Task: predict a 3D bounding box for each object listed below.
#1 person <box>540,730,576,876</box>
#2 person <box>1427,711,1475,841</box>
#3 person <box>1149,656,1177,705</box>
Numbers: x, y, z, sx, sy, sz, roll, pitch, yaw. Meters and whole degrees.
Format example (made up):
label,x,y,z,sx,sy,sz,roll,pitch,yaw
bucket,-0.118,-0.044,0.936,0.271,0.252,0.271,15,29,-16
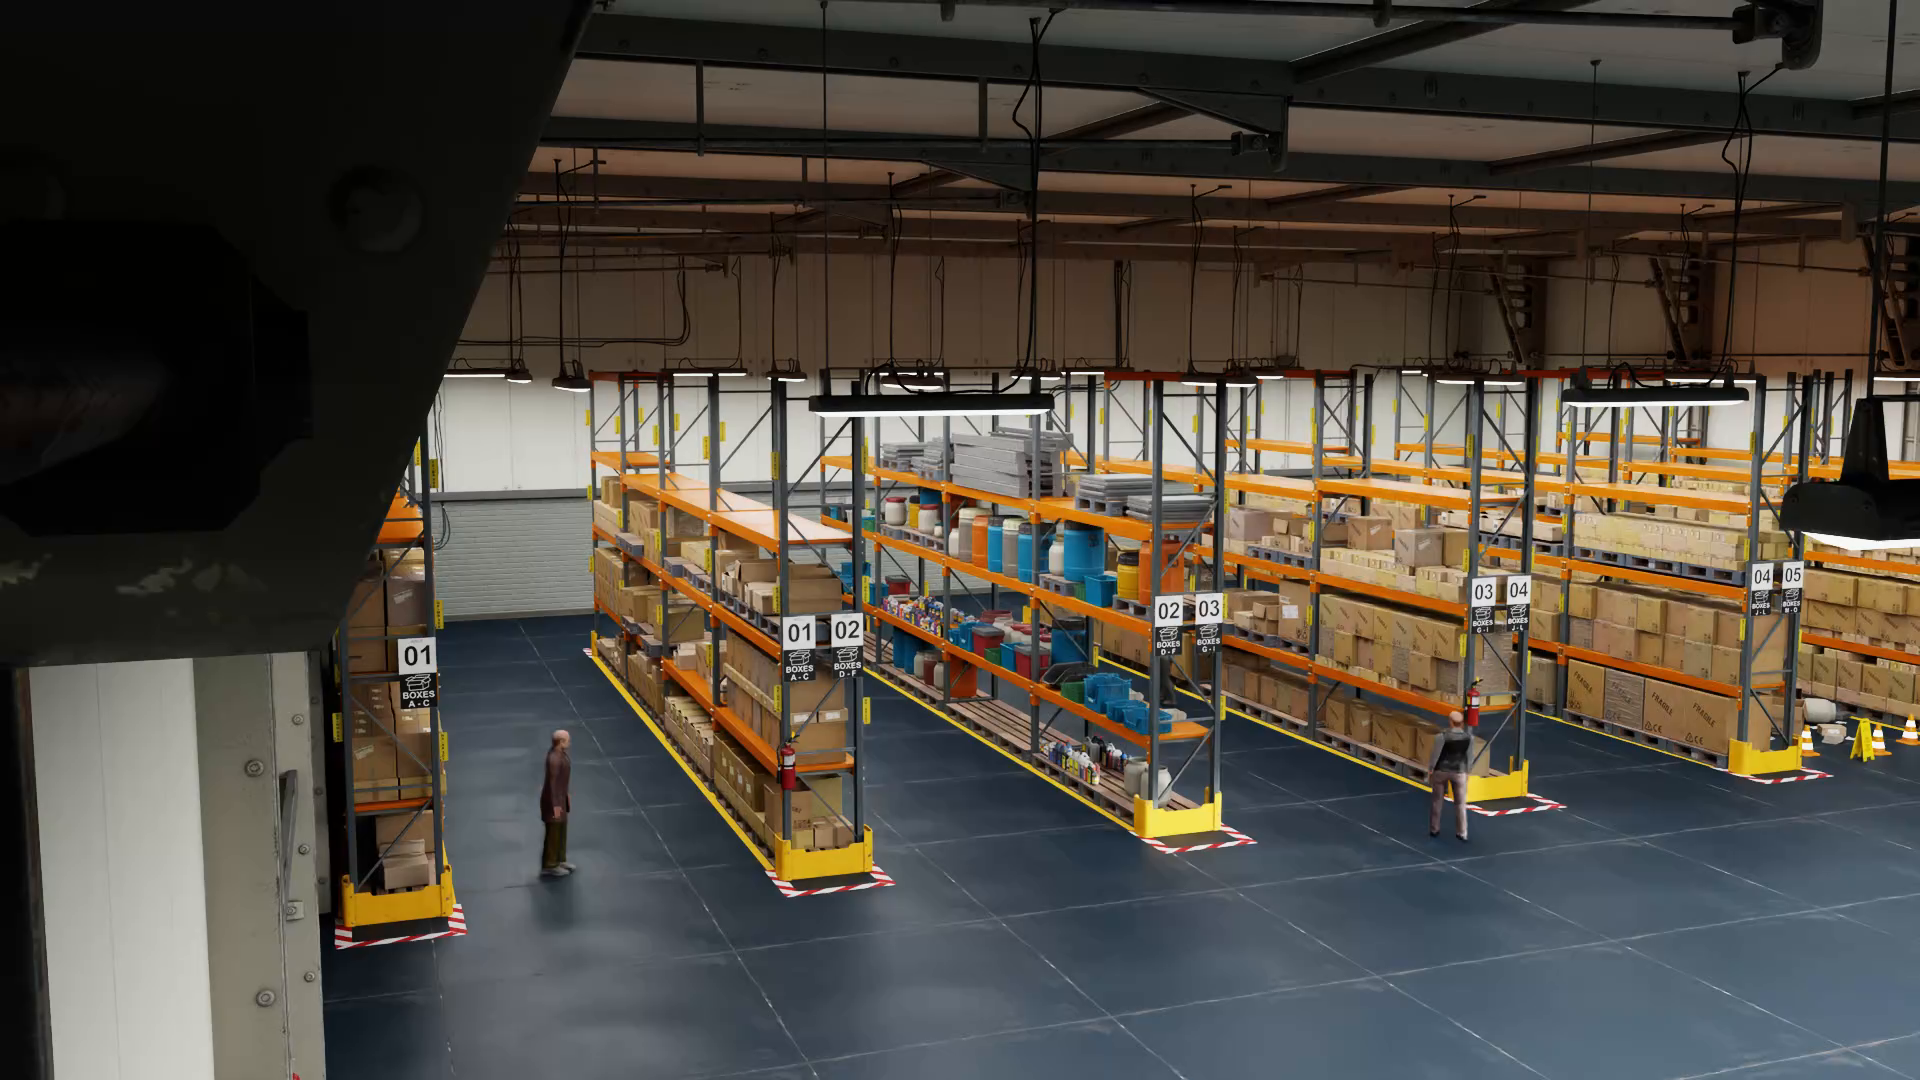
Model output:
label,x,y,z,sx,sy,sz,roll,pitch,yaw
person,-4.920,3.192,20.286,0.430,1.793,0.600,-1,6,-6
person,6.410,3.062,21.734,0.588,1.722,0.510,2,7,19
person,3.659,2.194,30.013,0.598,1.707,0.522,4,7,31
